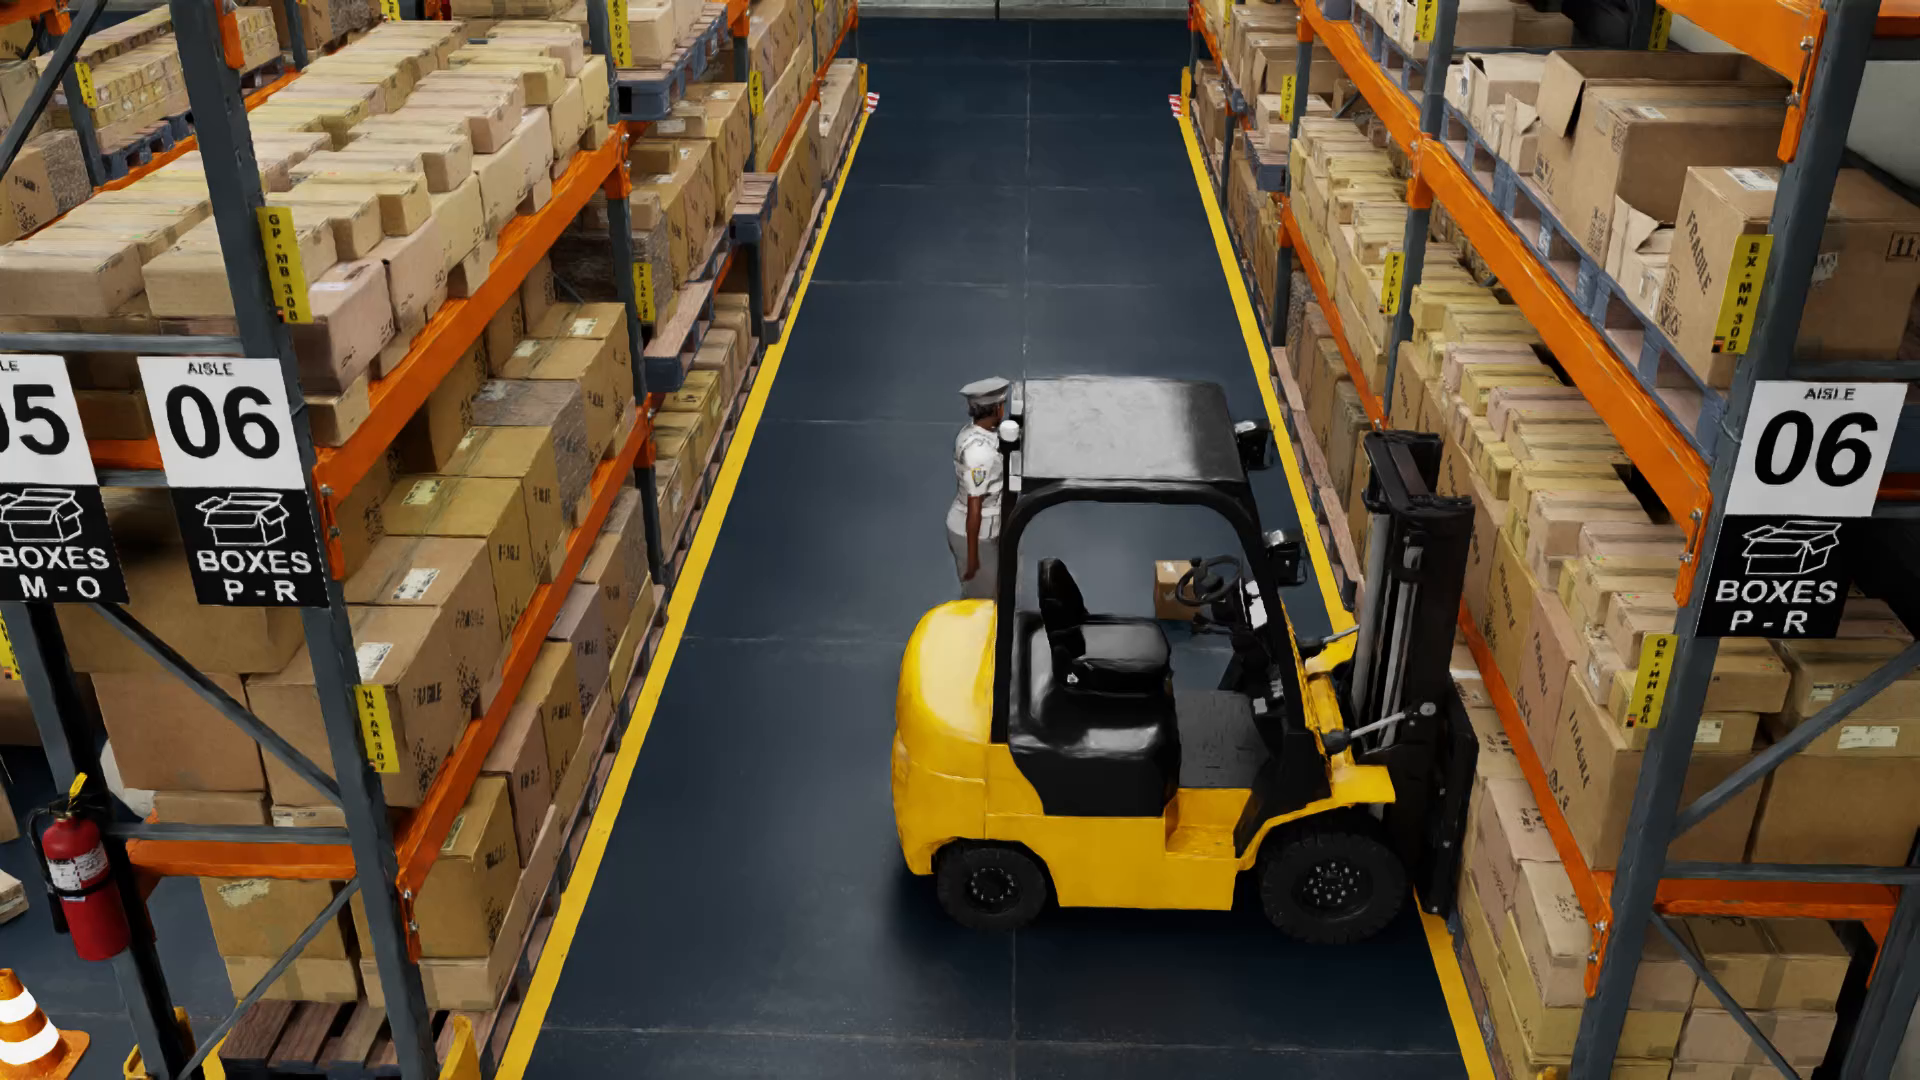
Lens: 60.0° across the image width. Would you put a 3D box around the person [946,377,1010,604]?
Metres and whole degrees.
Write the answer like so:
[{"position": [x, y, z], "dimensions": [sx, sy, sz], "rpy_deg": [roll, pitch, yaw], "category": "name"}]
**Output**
[{"position": [0.151, -0.006, 8.670], "dimensions": [0.513, 1.652, 0.596], "rpy_deg": [5, 28, 9], "category": "person"}]
